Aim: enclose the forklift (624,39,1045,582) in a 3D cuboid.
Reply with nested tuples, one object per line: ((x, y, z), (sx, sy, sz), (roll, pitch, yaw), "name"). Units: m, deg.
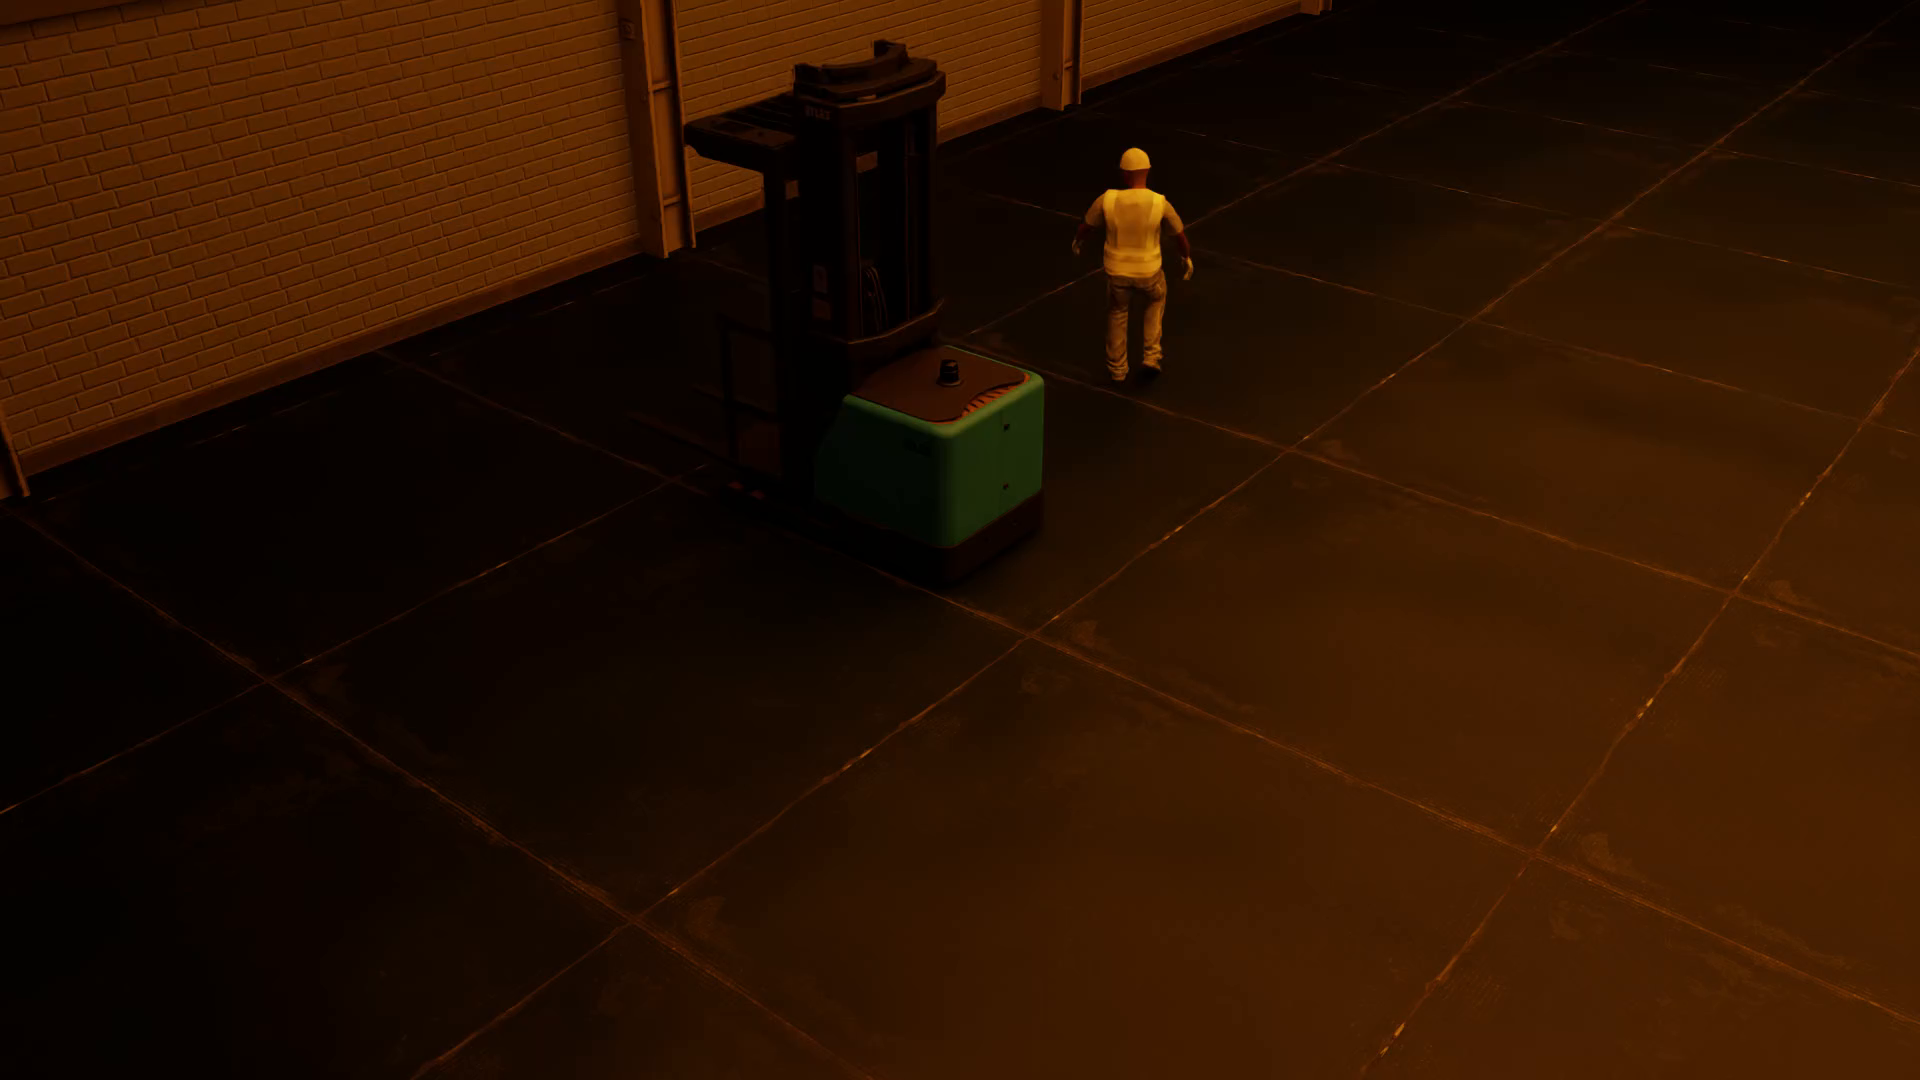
((-0.941, -1.608, 10.346), (3.031, 2.935, 1.130), (22, 37, 32), "forklift")

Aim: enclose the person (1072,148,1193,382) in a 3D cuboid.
((1.250, -2.014, 12.238), (0.913, 1.788, 0.488), (8, 31, 13), "person")
